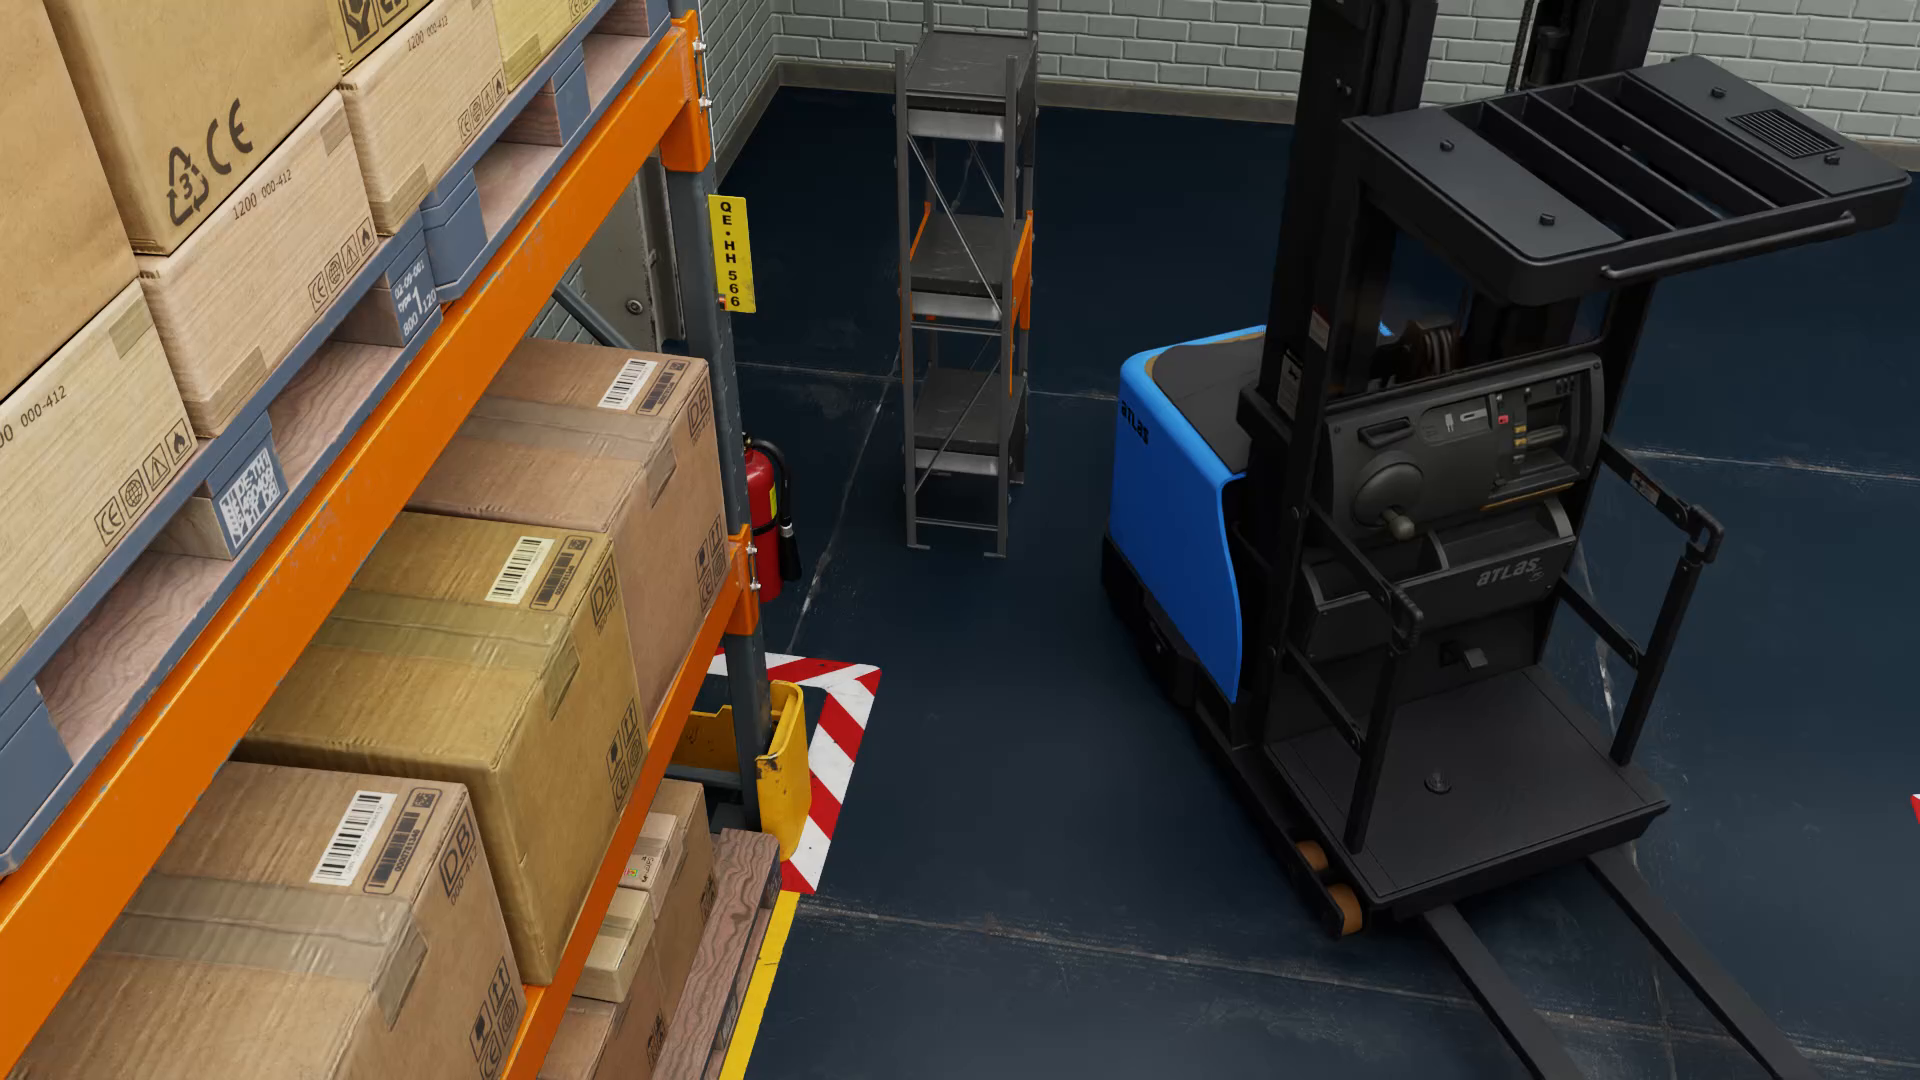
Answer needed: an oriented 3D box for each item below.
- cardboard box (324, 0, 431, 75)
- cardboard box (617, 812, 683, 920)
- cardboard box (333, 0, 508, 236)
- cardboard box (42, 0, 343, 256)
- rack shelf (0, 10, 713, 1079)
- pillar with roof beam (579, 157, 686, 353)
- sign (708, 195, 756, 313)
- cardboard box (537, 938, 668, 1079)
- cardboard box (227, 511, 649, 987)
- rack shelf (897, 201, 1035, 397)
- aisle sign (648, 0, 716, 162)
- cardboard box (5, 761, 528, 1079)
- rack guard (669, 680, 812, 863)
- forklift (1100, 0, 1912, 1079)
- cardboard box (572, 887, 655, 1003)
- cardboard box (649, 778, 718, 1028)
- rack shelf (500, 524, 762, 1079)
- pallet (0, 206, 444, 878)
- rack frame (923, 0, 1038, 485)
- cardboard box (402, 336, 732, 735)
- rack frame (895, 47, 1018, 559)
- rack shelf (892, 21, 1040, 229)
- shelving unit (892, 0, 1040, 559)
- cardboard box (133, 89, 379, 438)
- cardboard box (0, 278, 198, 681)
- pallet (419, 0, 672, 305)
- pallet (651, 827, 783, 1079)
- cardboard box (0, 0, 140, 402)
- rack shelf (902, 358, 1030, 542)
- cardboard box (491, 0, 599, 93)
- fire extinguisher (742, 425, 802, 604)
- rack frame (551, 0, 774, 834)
[{"bbox_3d":[-1.061,-1.030,2.408,0.500,0.500,0.500,8,40,9],"label":"cardboard box"},{"bbox_3d":[-0.971,0.858,4.481,0.380,0.149,0.250,6,40,7],"label":"cardboard box"},{"bbox_3d":[-1.060,-0.727,2.631,0.500,0.250,0.500,5,40,6],"label":"cardboard box"},{"bbox_3d":[-1.143,-0.701,2.011,0.500,0.500,0.500,5,40,6],"label":"cardboard box"},{"bbox_3d":[-1.451,0.132,2.447,1.077,0.370,4.000,6,40,8],"label":"rack shelf"},{"bbox_3d":[2.750,-3.872,4.371,9.100,9.000,0.400,6,40,8],"label":"pillar with roof beam"},{"bbox_3d":[-0.573,-0.713,4.164,0.100,0.325,0.005,6,40,8],"label":"sign"},{"bbox_3d":[-1.214,1.322,4.430,0.700,0.500,0.500,6,40,8],"label":"cardboard box"},{"bbox_3d":[-1.299,0.419,3.654,0.980,0.700,0.700,6,40,7],"label":"cardboard box"},{"bbox_3d":[0.029,-0.903,6.215,0.431,0.518,0.480,6,40,8],"label":"rack shelf"},{"bbox_3d":[-0.797,-1.258,3.878,0.394,0.787,0.004,6,40,8],"label":"aisle sign"},{"bbox_3d":[-1.440,0.897,3.076,0.980,0.700,0.700,5,40,6],"label":"cardboard box"},{"bbox_3d":[-1.101,0.704,5.506,1.175,0.500,0.348,6,40,8],"label":"rack guard"},{"bbox_3d":[1.554,-0.189,4.679,1.130,2.935,3.031,-14,42,-16],"label":"forklift"},{"bbox_3d":[-1.014,1.019,4.287,0.380,0.149,0.250,7,40,9],"label":"cardboard box"},{"bbox_3d":[-1.128,1.008,4.809,0.700,0.500,0.500,6,40,8],"label":"cardboard box"},{"bbox_3d":[-1.451,1.288,3.403,1.077,0.370,4.000,6,40,8],"label":"rack shelf"},{"bbox_3d":[-1.432,-0.132,2.271,1.003,0.211,1.213,6,40,8],"label":"pallet"},{"bbox_3d":[0.071,-1.066,6.392,0.400,2.100,0.015,6,40,8],"label":"rack frame"},{"bbox_3d":[-1.184,-0.039,4.207,0.980,0.700,0.700,8,40,10],"label":"cardboard box"},{"bbox_3d":[-0.014,-0.760,6.021,0.400,2.100,0.015,6,40,8],"label":"rack frame"},{"bbox_3d":[0.029,-1.442,5.769,0.431,0.518,0.480,6,40,8],"label":"rack shelf"},{"bbox_3d":[0.029,-0.913,6.207,0.431,2.100,0.503,6,40,8],"label":"shelving unit"},{"bbox_3d":[-1.145,-0.400,2.236,0.500,0.250,0.500,5,40,6],"label":"cardboard box"},{"bbox_3d":[-1.235,-0.078,1.846,0.500,0.250,0.500,5,40,6],"label":"cardboard box"},{"bbox_3d":[-1.223,-0.899,3.199,1.003,0.211,1.213,6,40,8],"label":"pallet"},{"bbox_3d":[-1.167,1.341,4.963,1.003,0.211,1.213,6,40,8],"label":"pallet"},{"bbox_3d":[-1.235,-0.372,1.613,0.500,0.500,0.500,7,40,8],"label":"cardboard box"},{"bbox_3d":[0.029,-0.363,6.661,0.431,0.518,0.480,6,40,8],"label":"rack shelf"},{"bbox_3d":[-0.971,-1.054,3.026,0.500,0.250,0.500,8,40,9],"label":"cardboard box"},{"bbox_3d":[-0.625,-0.115,4.888,0.296,0.674,0.183,6,40,8],"label":"fire extinguisher"},{"bbox_3d":[-1.105,-0.244,4.691,1.000,3.000,0.127,6,40,8],"label":"rack frame"}]
